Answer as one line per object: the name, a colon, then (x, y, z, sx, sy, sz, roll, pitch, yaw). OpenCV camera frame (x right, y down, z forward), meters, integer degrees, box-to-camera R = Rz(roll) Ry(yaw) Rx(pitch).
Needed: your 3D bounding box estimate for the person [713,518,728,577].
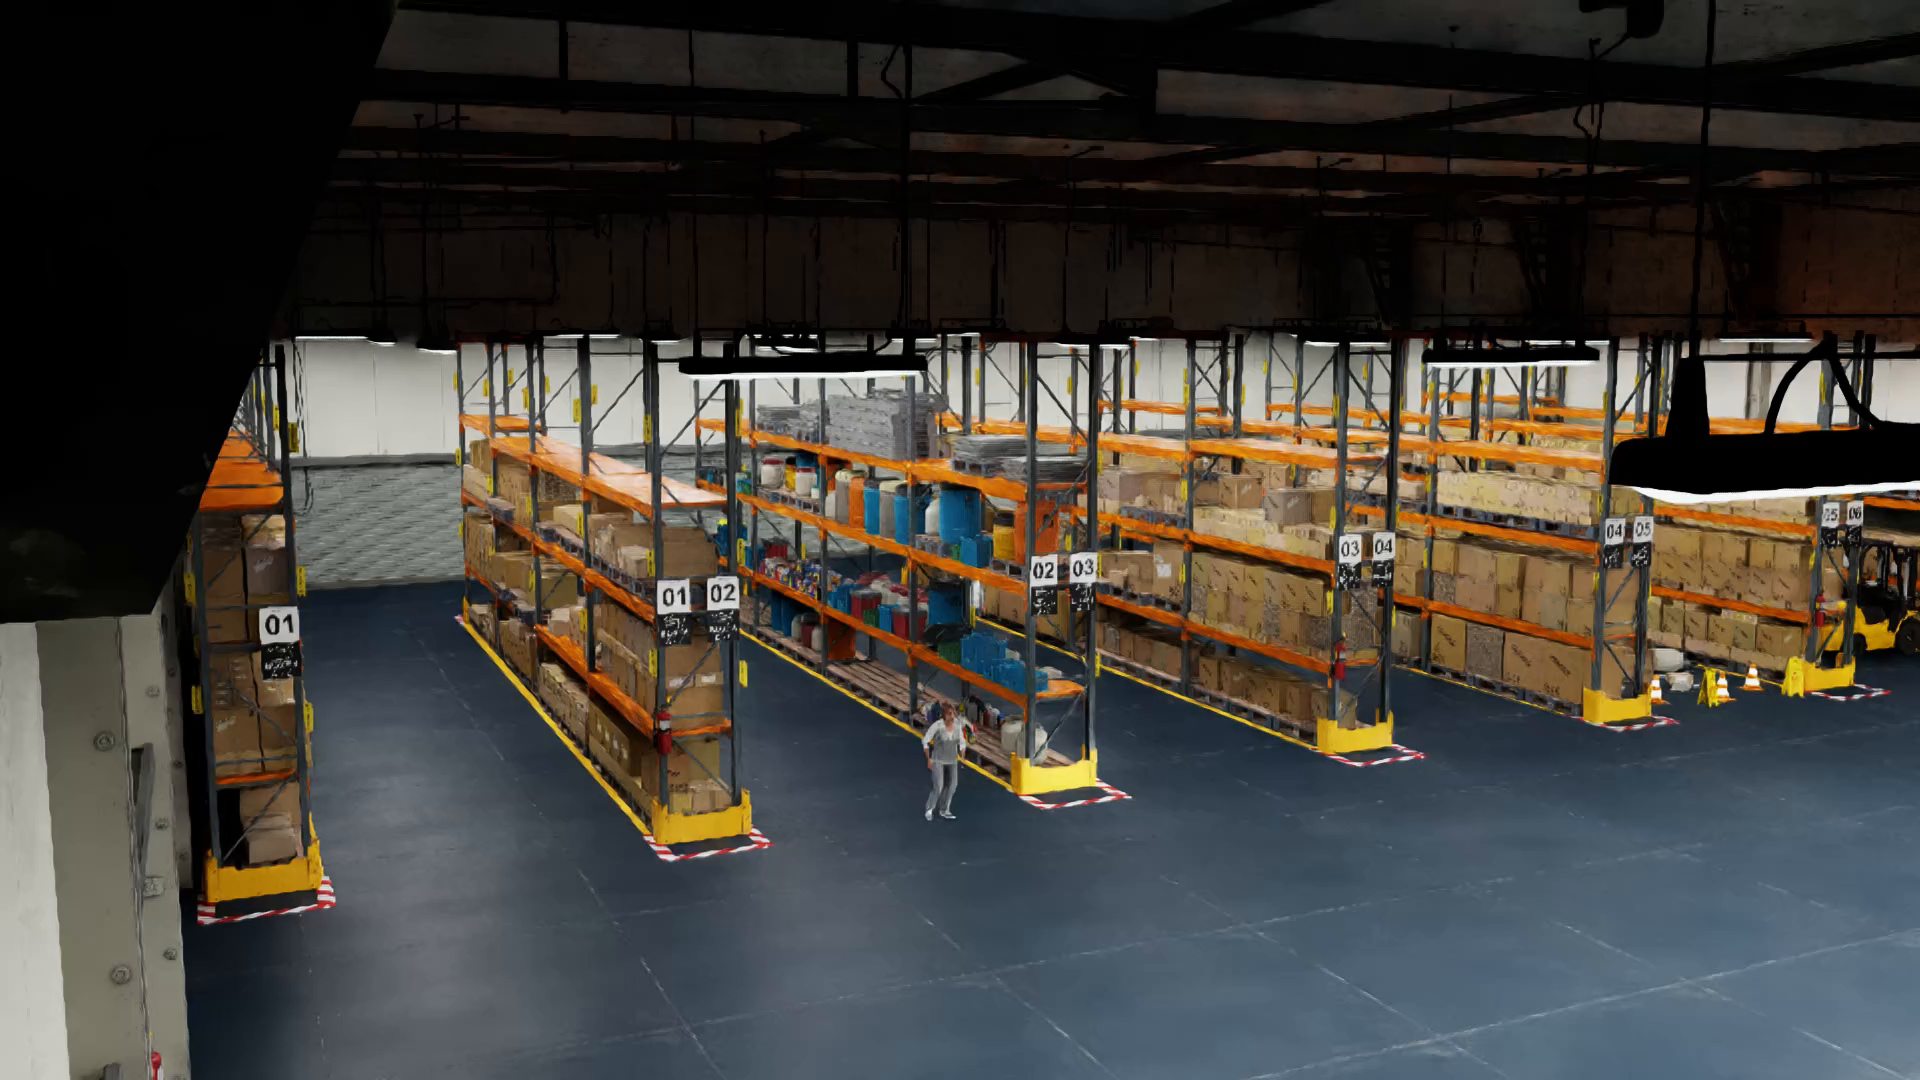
person: (-5.418, 0.366, 37.833, 0.514, 1.757, 0.668, 3, 8, 20)

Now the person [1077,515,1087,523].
person: (3.325, -0.410, 44.022, 0.521, 1.624, 0.928, 0, 8, -1)

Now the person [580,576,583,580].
person: (-8.634, 0.138, 39.625, 0.953, 1.665, 0.617, 6, 10, 39)

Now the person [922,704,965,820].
person: (-0.210, 2.775, 20.861, 0.566, 1.541, 0.519, -4, 9, -26)

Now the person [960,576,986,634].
person: (0.205, 1.230, 31.563, 0.555, 1.725, 1.029, -4, 9, -25)
